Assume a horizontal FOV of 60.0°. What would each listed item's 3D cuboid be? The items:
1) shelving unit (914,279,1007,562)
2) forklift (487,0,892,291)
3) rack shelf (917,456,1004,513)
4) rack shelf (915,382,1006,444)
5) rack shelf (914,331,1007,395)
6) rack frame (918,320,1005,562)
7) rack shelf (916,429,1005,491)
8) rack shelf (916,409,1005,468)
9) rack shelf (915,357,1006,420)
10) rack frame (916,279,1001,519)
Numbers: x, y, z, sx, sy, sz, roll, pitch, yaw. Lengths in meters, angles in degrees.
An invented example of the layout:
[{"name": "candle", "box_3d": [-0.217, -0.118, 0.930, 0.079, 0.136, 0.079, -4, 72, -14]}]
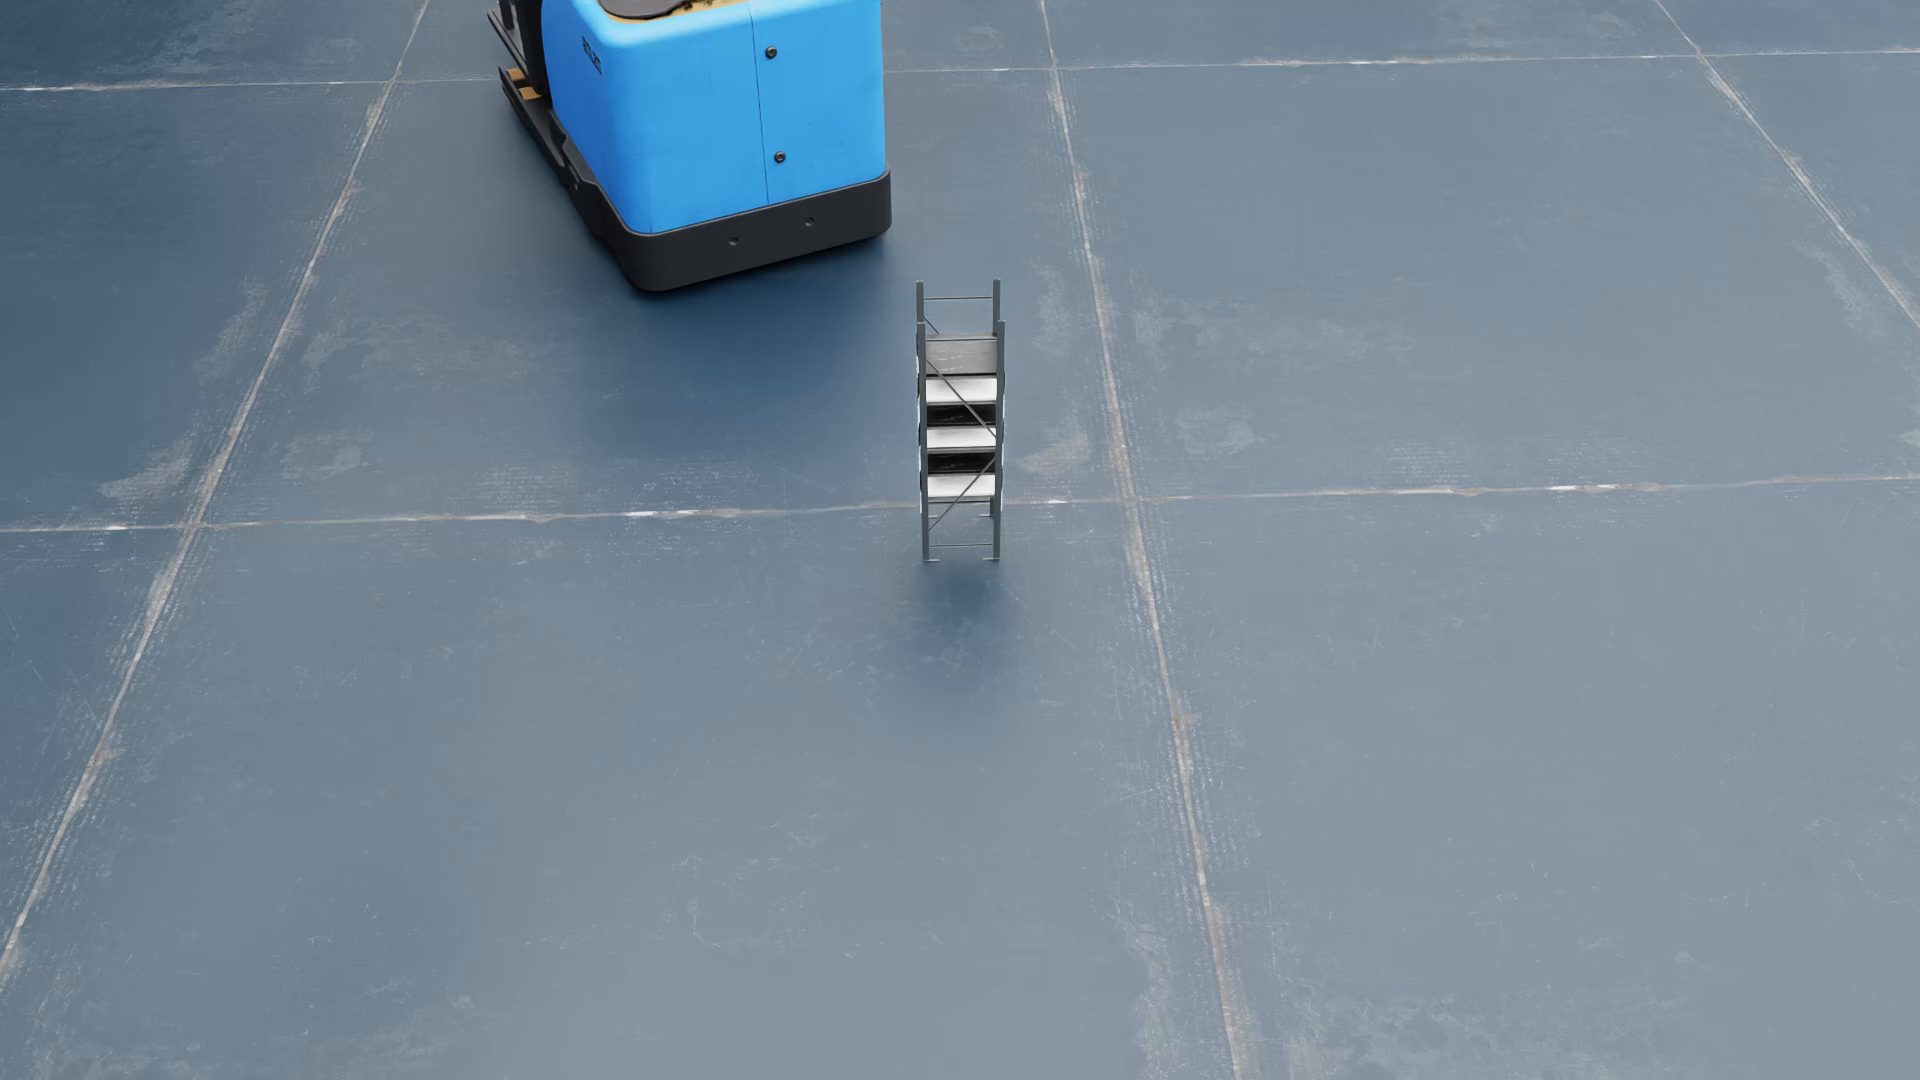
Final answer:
[{"name": "shelving unit", "box_3d": [0.000, -0.337, 4.952, 0.258, 0.900, 0.210, -2, 43, -2]}, {"name": "forklift", "box_3d": [-1.367, -2.996, 6.349, 1.130, 2.935, 3.031, -18, 46, -19]}, {"name": "rack shelf", "box_3d": [0.000, -0.180, 5.096, 0.258, 0.077, 0.200, -2, 43, -2]}, {"name": "rack shelf", "box_3d": [0.000, -0.379, 4.914, 0.258, 0.077, 0.200, -2, 43, -2]}, {"name": "rack shelf", "box_3d": [0.000, -0.512, 4.792, 0.258, 0.077, 0.200, -2, 43, -2]}, {"name": "rack frame", "box_3d": [0.004, -0.269, 4.877, 0.240, 0.900, 0.006, -2, 43, -2]}, {"name": "rack shelf", "box_3d": [0.000, -0.246, 5.035, 0.258, 0.077, 0.200, -2, 43, -2]}, {"name": "rack shelf", "box_3d": [0.000, -0.313, 4.974, 0.258, 0.077, 0.200, -2, 43, -2]}, {"name": "rack shelf", "box_3d": [0.000, -0.445, 4.853, 0.258, 0.077, 0.200, -2, 43, -2]}, {"name": "rack frame", "box_3d": [-0.005, -0.406, 5.027, 0.240, 0.900, 0.006, -2, 43, -2]}]
